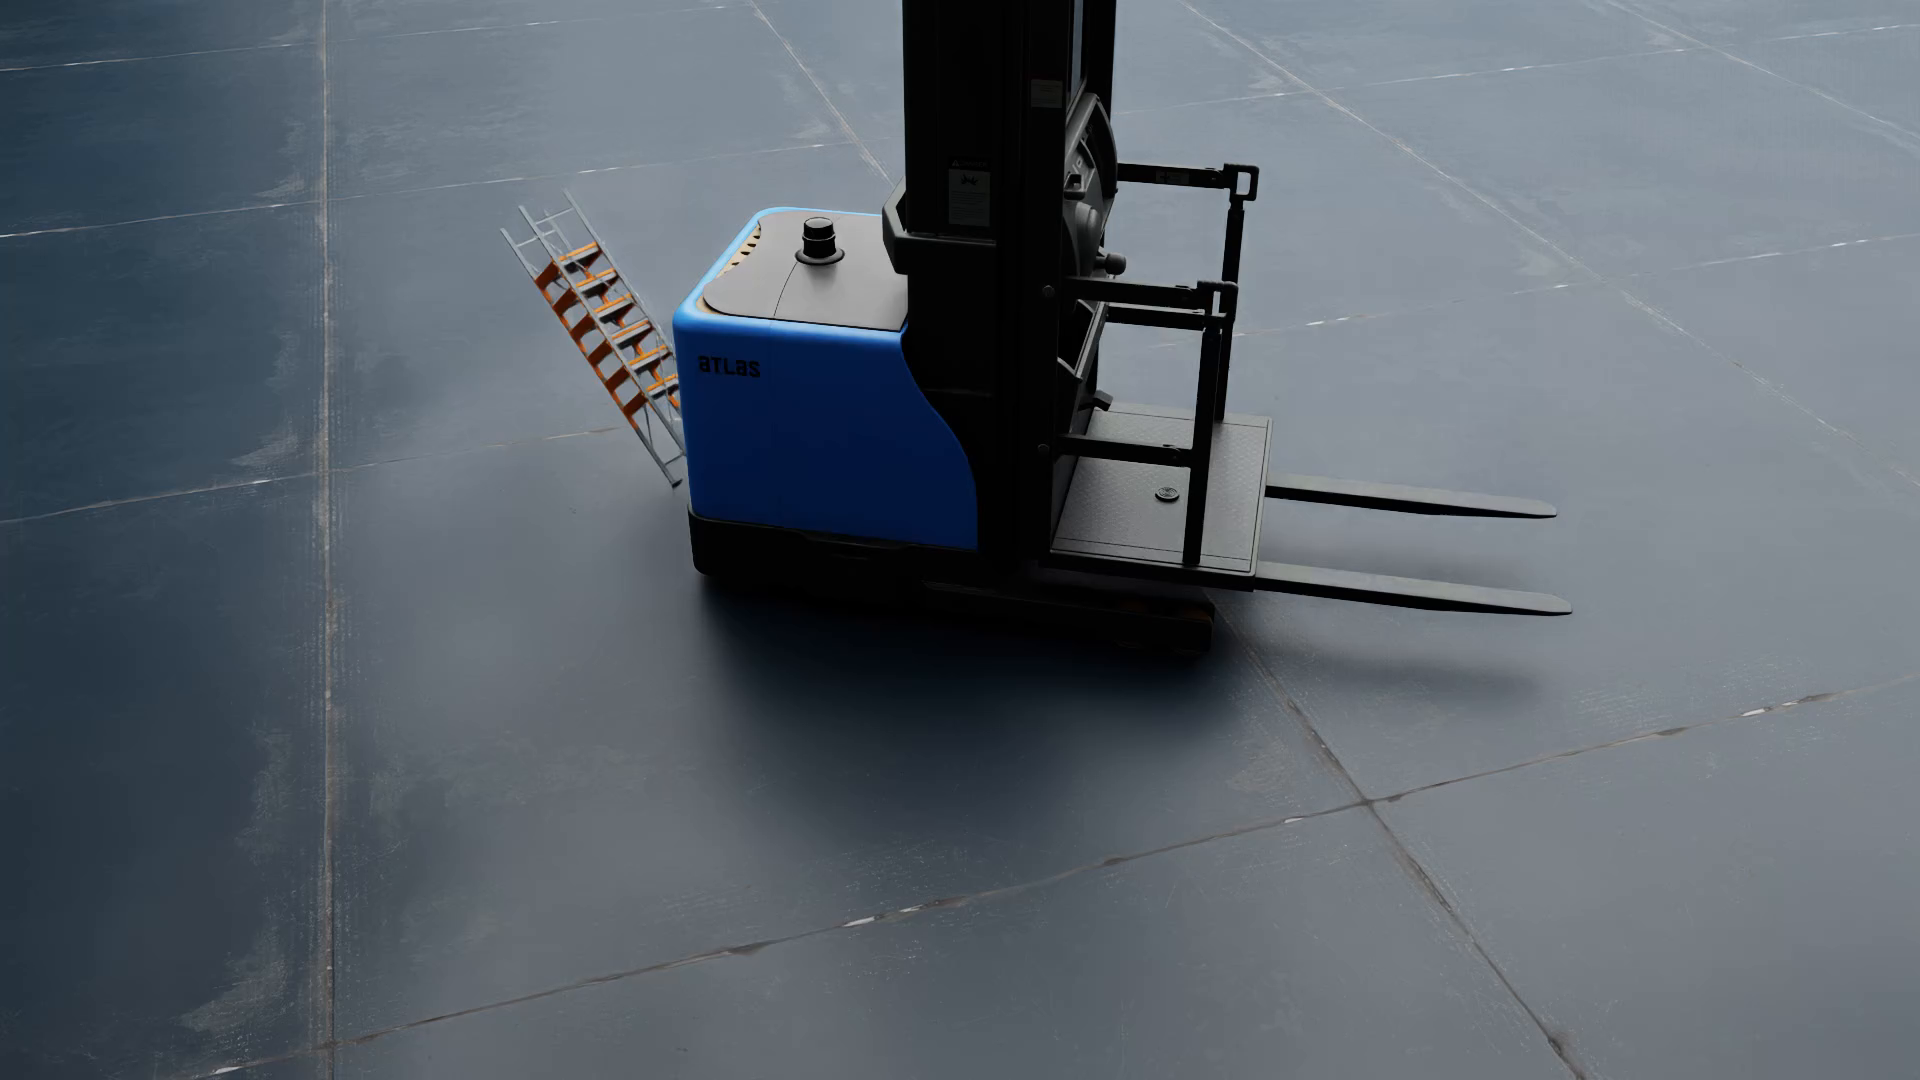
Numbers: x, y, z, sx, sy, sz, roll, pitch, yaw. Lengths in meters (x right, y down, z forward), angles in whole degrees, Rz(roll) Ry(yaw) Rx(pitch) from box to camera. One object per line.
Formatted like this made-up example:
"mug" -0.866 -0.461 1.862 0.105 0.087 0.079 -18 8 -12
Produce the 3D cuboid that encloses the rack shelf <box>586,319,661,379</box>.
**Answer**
"rack shelf" -1.317 -0.760 6.546 0.258 0.103 0.180 -37 4 -42

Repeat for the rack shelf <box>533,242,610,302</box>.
"rack shelf" -1.516 -1.060 6.525 0.258 0.103 0.180 -37 4 -42

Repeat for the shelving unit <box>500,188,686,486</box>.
"shelving unit" -1.342 -0.797 6.543 0.258 1.200 0.189 -37 4 -42

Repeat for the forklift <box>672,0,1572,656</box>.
"forklift" 0.609 -1.151 5.333 3.031 2.935 1.130 7 34 10

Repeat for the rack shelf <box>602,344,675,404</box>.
"rack shelf" -1.251 -0.661 6.553 0.258 0.103 0.180 -37 4 -42

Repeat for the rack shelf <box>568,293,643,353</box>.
"rack shelf" -1.384 -0.860 6.539 0.258 0.103 0.180 -37 4 -42

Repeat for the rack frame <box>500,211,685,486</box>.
"rack frame" -1.395 -0.767 6.611 0.240 1.200 0.006 -37 4 -42

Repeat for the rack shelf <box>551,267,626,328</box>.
"rack shelf" -1.450 -0.960 6.532 0.258 0.103 0.180 -37 4 -42

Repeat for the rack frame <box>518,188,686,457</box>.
"rack frame" -1.289 -0.828 6.476 0.240 1.200 0.006 -37 4 -42

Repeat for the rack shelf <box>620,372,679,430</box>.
"rack shelf" -1.185 -0.561 6.559 0.258 0.103 0.180 -37 4 -42
